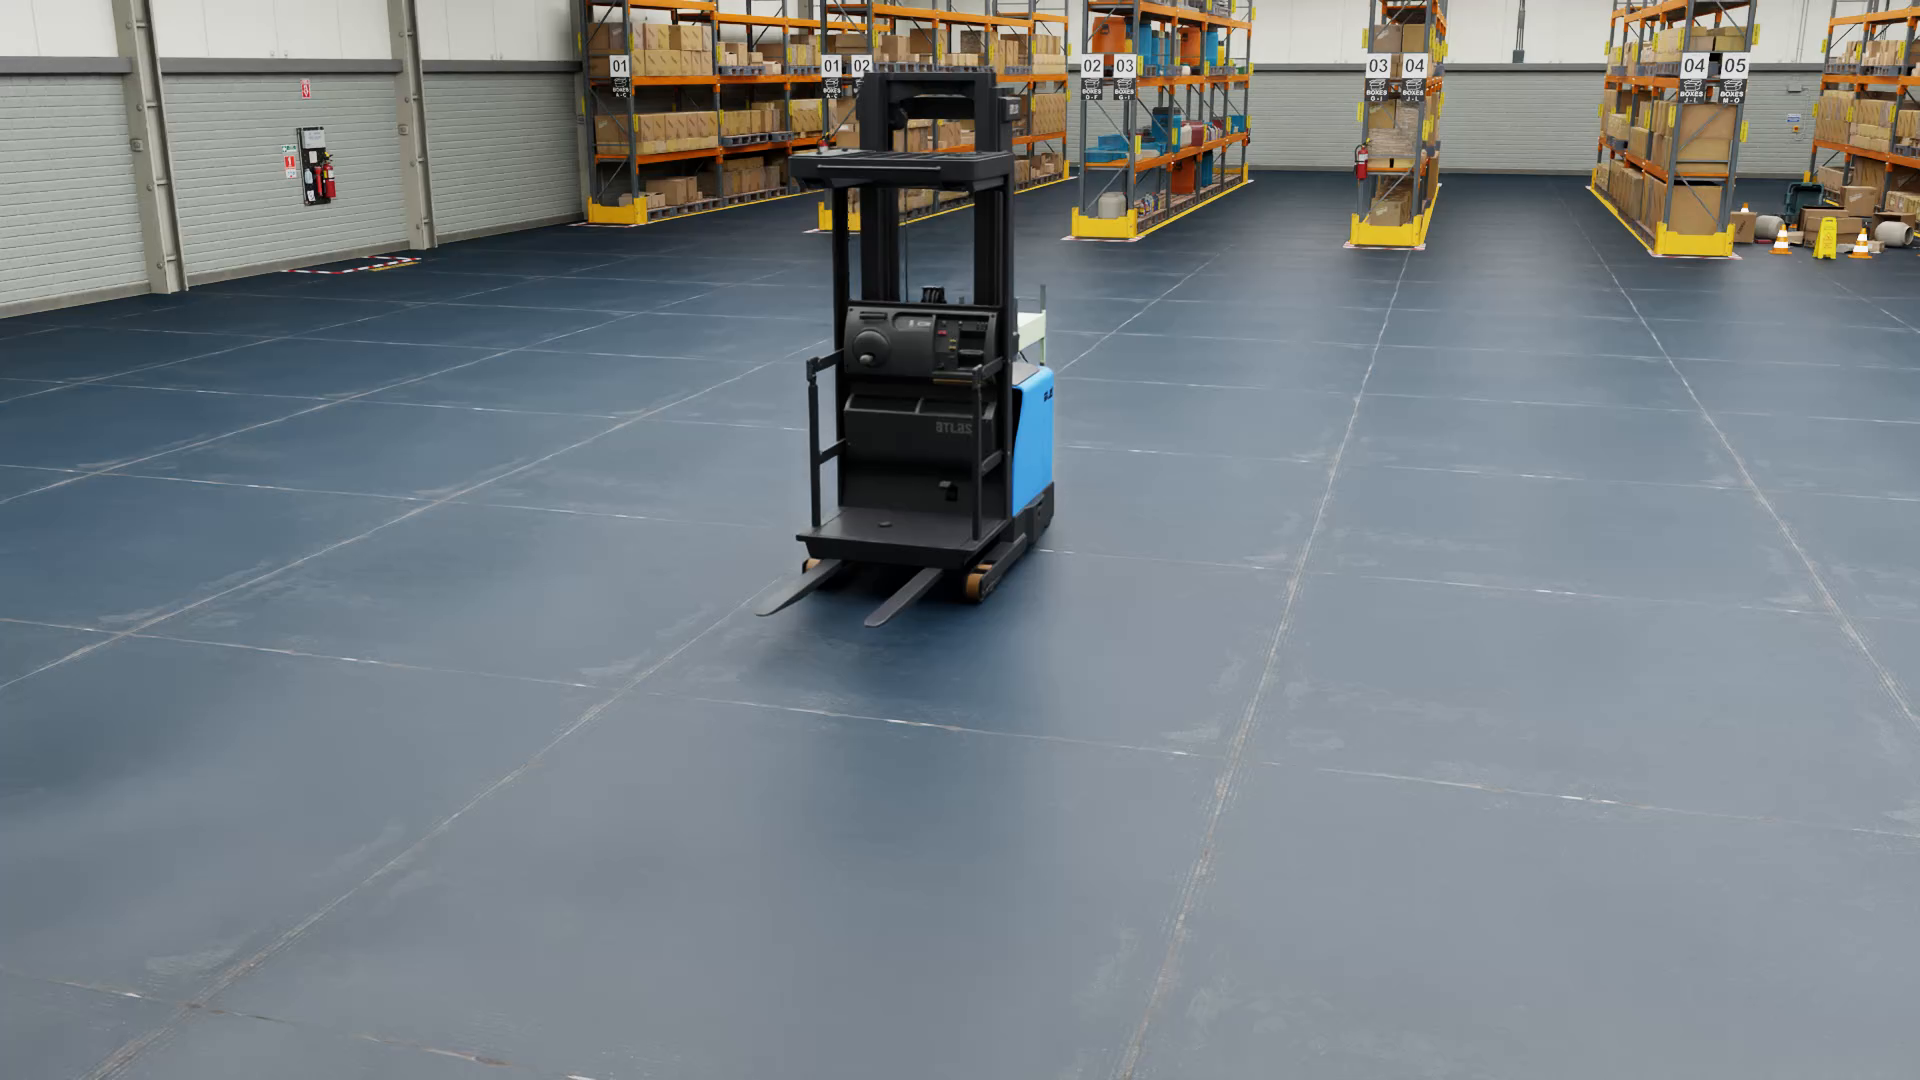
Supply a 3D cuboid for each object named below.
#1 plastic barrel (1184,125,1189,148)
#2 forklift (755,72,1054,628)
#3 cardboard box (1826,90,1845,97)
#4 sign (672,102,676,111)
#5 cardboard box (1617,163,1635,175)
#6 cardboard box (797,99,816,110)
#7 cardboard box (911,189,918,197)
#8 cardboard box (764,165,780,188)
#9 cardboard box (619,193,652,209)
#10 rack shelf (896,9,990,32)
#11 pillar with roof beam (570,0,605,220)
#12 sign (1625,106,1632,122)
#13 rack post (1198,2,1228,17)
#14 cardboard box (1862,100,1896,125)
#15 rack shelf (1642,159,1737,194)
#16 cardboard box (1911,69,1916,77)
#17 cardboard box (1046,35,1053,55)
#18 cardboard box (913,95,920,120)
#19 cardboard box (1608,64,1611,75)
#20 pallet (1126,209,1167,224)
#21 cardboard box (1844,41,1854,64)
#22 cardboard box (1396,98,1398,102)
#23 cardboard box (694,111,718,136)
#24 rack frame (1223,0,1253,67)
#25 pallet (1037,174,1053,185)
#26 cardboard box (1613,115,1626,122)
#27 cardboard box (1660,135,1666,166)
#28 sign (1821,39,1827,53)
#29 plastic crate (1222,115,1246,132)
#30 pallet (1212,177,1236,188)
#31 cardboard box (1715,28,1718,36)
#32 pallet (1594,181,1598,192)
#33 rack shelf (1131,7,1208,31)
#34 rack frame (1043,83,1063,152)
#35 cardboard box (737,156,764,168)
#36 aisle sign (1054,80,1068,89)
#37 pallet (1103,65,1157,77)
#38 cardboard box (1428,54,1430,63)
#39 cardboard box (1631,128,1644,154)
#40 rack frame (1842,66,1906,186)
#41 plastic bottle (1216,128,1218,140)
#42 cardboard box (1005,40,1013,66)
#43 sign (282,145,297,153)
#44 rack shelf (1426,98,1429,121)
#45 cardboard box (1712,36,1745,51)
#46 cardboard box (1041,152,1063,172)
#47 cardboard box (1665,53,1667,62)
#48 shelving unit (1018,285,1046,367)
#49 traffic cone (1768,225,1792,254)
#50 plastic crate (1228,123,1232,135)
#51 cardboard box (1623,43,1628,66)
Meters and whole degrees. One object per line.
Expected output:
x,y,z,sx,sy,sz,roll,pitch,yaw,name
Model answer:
4.724,-8.734,35.921,0.421,0.512,0.421,0,16,0,plastic barrel
-0.297,-1.177,9.606,1.130,2.935,3.031,5,17,17,forklift
20.899,-10.653,39.688,0.380,0.149,0.250,5,17,18,cardboard box
-6.237,-9.397,36.342,0.100,0.325,0.005,5,16,16,sign
14.643,-8.105,36.346,0.500,0.250,0.500,5,17,17,cardboard box
-3.900,-10.777,41.188,0.500,0.250,0.500,5,17,16,cardboard box
-1.167,-7.256,33.808,0.500,0.500,0.500,5,16,16,cardboard box
-4.722,-8.661,39.643,0.700,0.500,0.500,5,17,17,cardboard box
-6.557,-6.844,33.582,0.500,0.311,0.500,3,16,10,cardboard box
-0.385,-11.286,36.179,1.077,0.370,4.000,5,16,16,rack shelf
-3.343,-10.554,31.548,9.100,9.000,0.400,5,16,16,pillar with roof beam
13.884,-8.840,34.521,0.100,0.325,0.005,5,16,16,sign
5.615,-12.229,38.370,0.937,0.300,0.954,7,17,22,rack post
19.655,-9.140,35.542,0.500,0.500,0.500,4,16,14,cardboard box
12.702,-6.365,29.093,1.077,0.370,4.000,5,16,16,rack shelf
18.929,-9.177,32.650,0.380,0.149,0.250,5,16,16,cardboard box
2.064,-13.128,44.103,0.700,0.500,0.500,5,16,16,cardboard box
-1.216,-8.838,33.932,0.700,0.500,0.500,5,16,16,cardboard box
16.154,-11.510,40.690,0.500,0.250,0.500,5,17,18,cardboard box
3.564,-6.516,33.415,1.003,0.211,1.213,5,16,16,pallet
20.739,-11.242,38.335,0.500,0.500,0.500,5,17,17,cardboard box
7.463,-7.566,29.446,0.500,0.500,0.500,5,16,16,cardboard box
-5.542,-8.949,35.746,0.500,0.500,0.500,5,16,16,cardboard box
7.205,-14.056,43.893,1.000,3.000,0.127,5,16,16,rack frame
1.861,-9.666,44.522,1.003,0.211,1.213,5,16,16,pallet
14.624,-9.289,36.684,0.380,0.149,0.250,5,17,18,cardboard box
12.722,-6.785,28.980,0.875,0.550,0.500,5,16,16,cardboard box
20.925,-11.963,40.266,0.100,0.325,0.005,5,16,16,sign
7.289,-11.113,44.338,0.616,0.435,0.499,5,16,16,plastic crate
6.585,-9.297,43.220,1.003,0.211,1.213,5,16,16,pallet
12.823,-8.473,27.753,0.380,0.149,0.250,4,16,15,cardboard box
16.394,-8.803,41.479,1.003,0.211,1.213,5,16,16,pallet
4.363,-10.901,34.822,1.077,0.370,4.000,5,16,16,rack shelf
2.454,-11.555,46.070,0.949,2.616,0.053,5,16,16,rack frame
-4.623,-9.481,40.262,0.582,0.739,3.295,4,16,14,cardboard box
2.770,-12.799,45.693,0.394,0.787,0.004,5,16,16,aisle sign
2.987,-8.544,30.306,1.003,0.211,1.213,5,16,16,pallet
7.873,-8.276,28.559,0.380,0.149,0.250,5,17,17,cardboard box
13.735,-7.968,33.240,0.500,0.500,0.500,5,16,16,cardboard box
20.319,-8.970,36.958,1.000,3.000,0.127,5,16,16,rack frame
6.162,-9.839,40.250,0.152,0.276,0.135,5,16,16,plastic bottle
0.938,-11.947,40.818,0.600,0.600,0.600,4,16,15,cardboard box
-10.161,-5.925,25.183,0.001,0.109,0.331,5,16,16,sign
7.973,-7.525,29.300,0.500,0.500,0.500,5,16,16,rack shelf
12.517,-8.059,27.024,0.500,0.250,0.500,5,16,16,cardboard box
2.539,-10.402,45.781,0.500,0.500,0.500,5,16,16,cardboard box
12.409,-8.340,28.747,0.380,0.149,0.250,5,17,17,cardboard box
0.299,-0.982,11.544,0.431,1.500,0.748,5,17,17,shelving unit
13.646,-4.997,27.597,0.336,0.463,0.334,5,16,16,traffic cone
6.679,-10.480,42.388,0.437,0.282,0.530,5,16,16,plastic crate
15.331,-10.930,37.419,0.700,0.500,0.500,5,16,16,cardboard box
